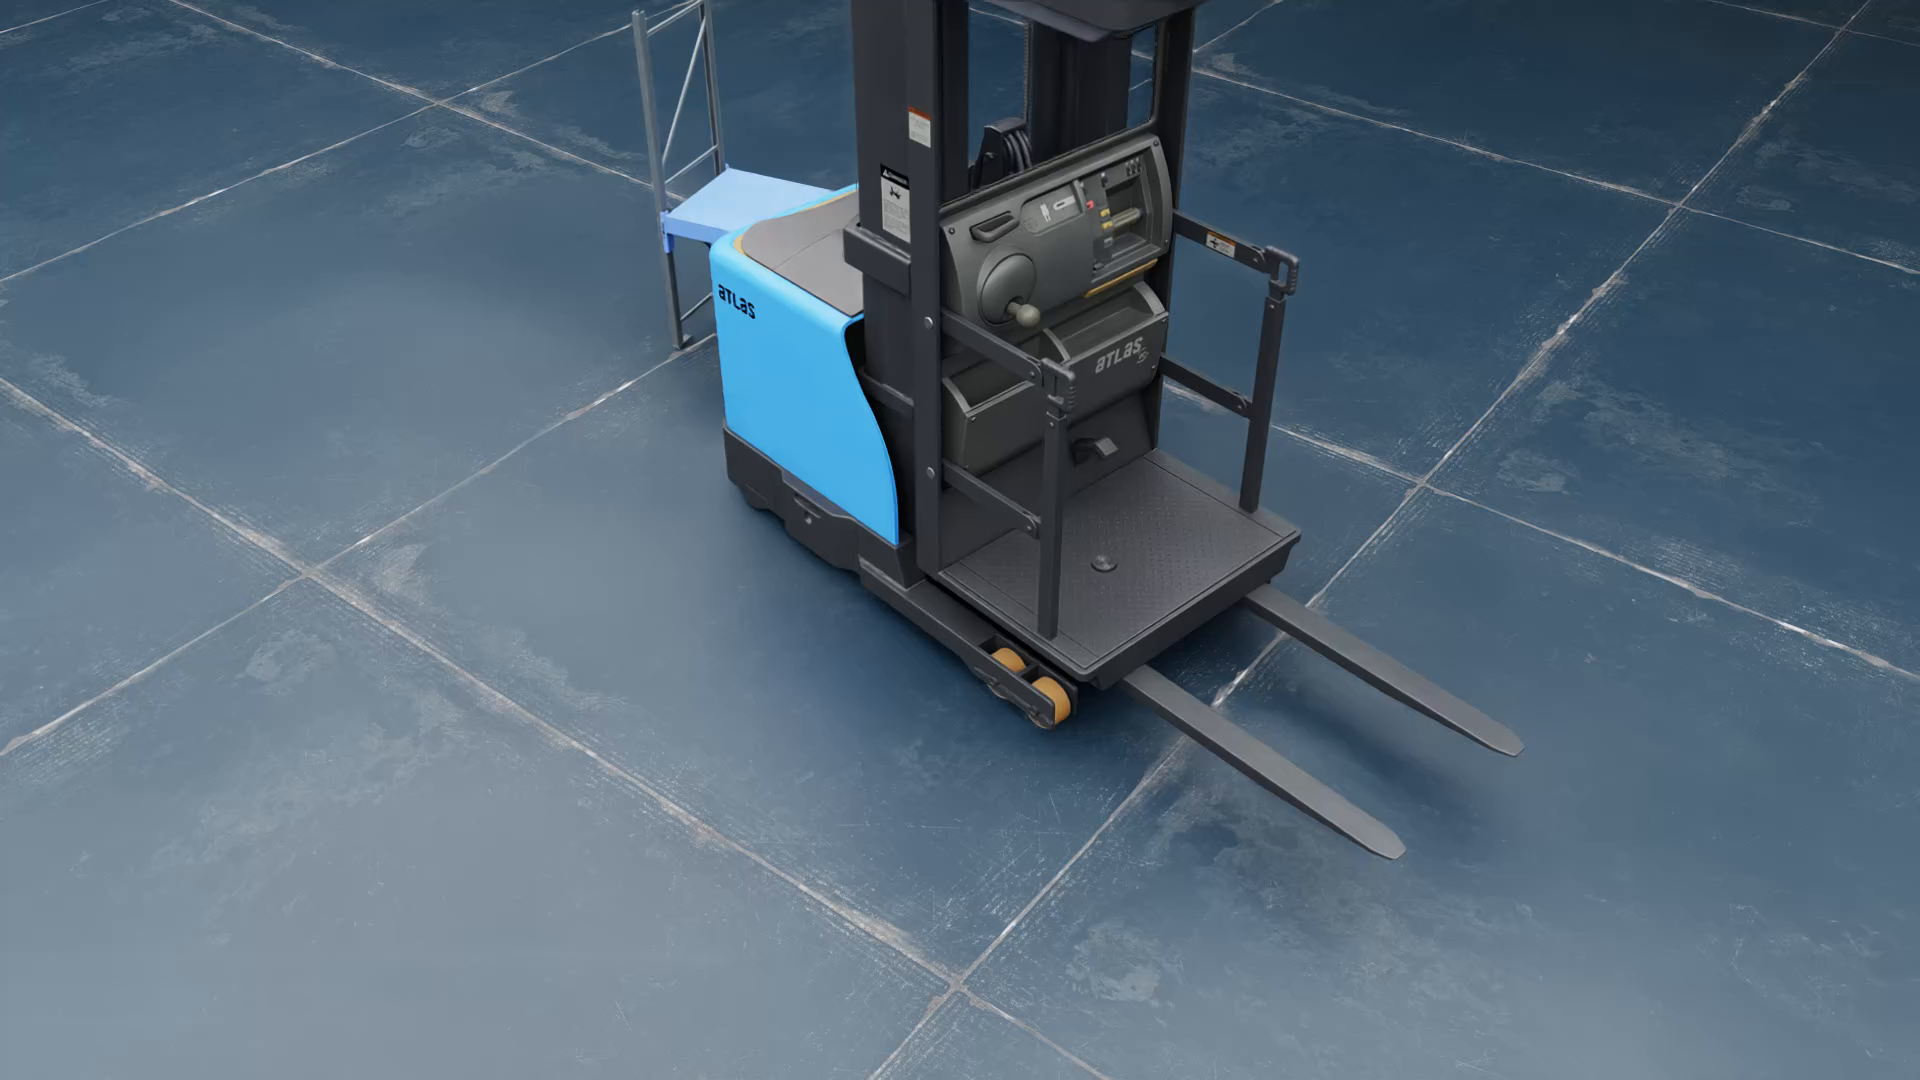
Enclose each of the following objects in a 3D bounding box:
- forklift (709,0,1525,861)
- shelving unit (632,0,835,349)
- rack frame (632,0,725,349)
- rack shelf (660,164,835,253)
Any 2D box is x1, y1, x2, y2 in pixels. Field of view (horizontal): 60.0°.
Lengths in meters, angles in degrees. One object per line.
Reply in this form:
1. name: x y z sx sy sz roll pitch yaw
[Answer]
1. forklift: 0.461 -0.895 5.016 1.130 2.935 3.031 -29 47 -32
2. shelving unit: -0.687 -1.442 6.875 1.048 1.500 0.538 16 41 20
3. rack frame: -1.146 -1.576 7.046 0.032 1.500 0.500 16 41 20
4. rack shelf: -0.687 -1.300 6.986 1.000 0.185 0.538 16 41 20
